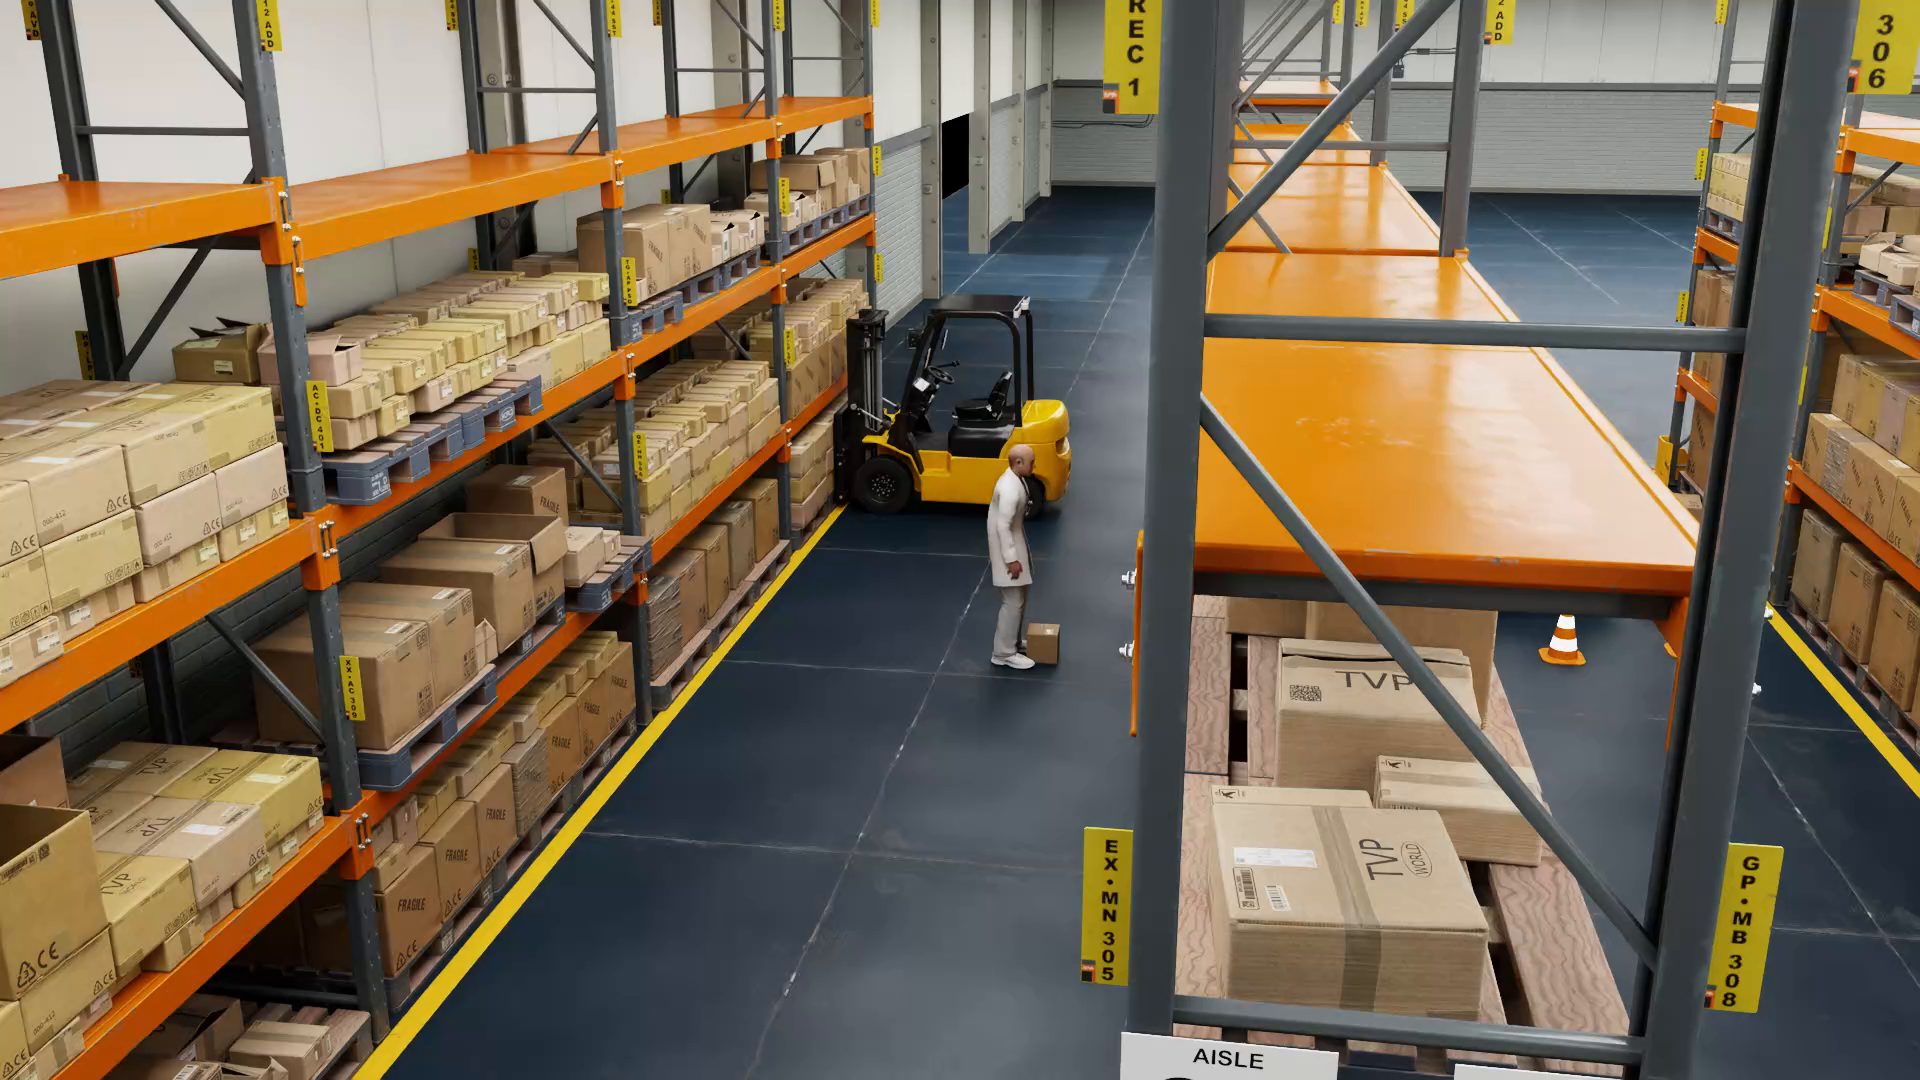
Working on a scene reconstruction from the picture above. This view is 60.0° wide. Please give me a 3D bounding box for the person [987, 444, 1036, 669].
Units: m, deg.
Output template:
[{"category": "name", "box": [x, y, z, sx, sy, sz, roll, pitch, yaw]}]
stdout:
[{"category": "person", "box": [0.430, 0.102, 13.268, 0.416, 1.774, 0.643, 3, 18, 9]}]
